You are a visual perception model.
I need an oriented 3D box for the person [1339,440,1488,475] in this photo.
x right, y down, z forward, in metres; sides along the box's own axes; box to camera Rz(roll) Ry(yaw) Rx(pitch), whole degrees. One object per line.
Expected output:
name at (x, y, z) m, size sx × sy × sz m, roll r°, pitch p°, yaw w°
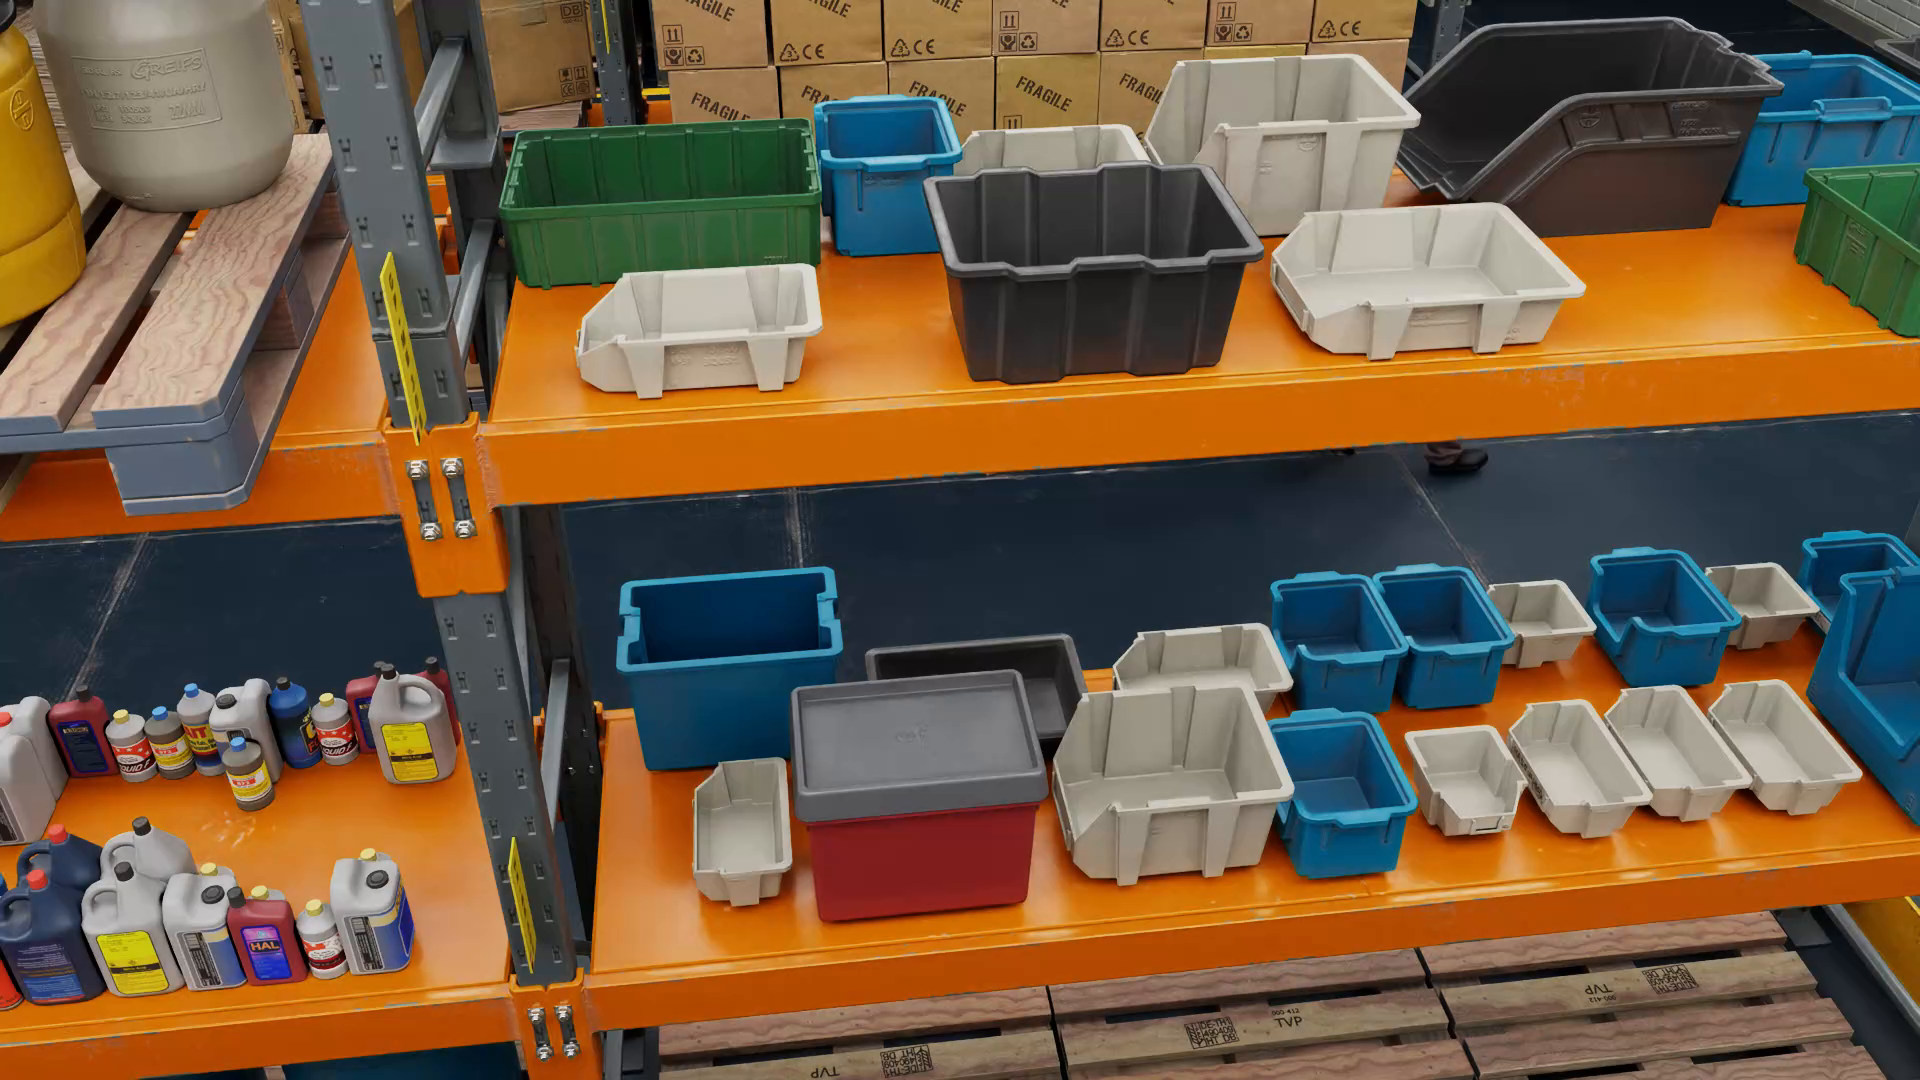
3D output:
person at (2.147, -1.047, 7.681) m, size 0.856 × 1.687 × 0.550 m, roll -10°, pitch 36°, yaw -14°
